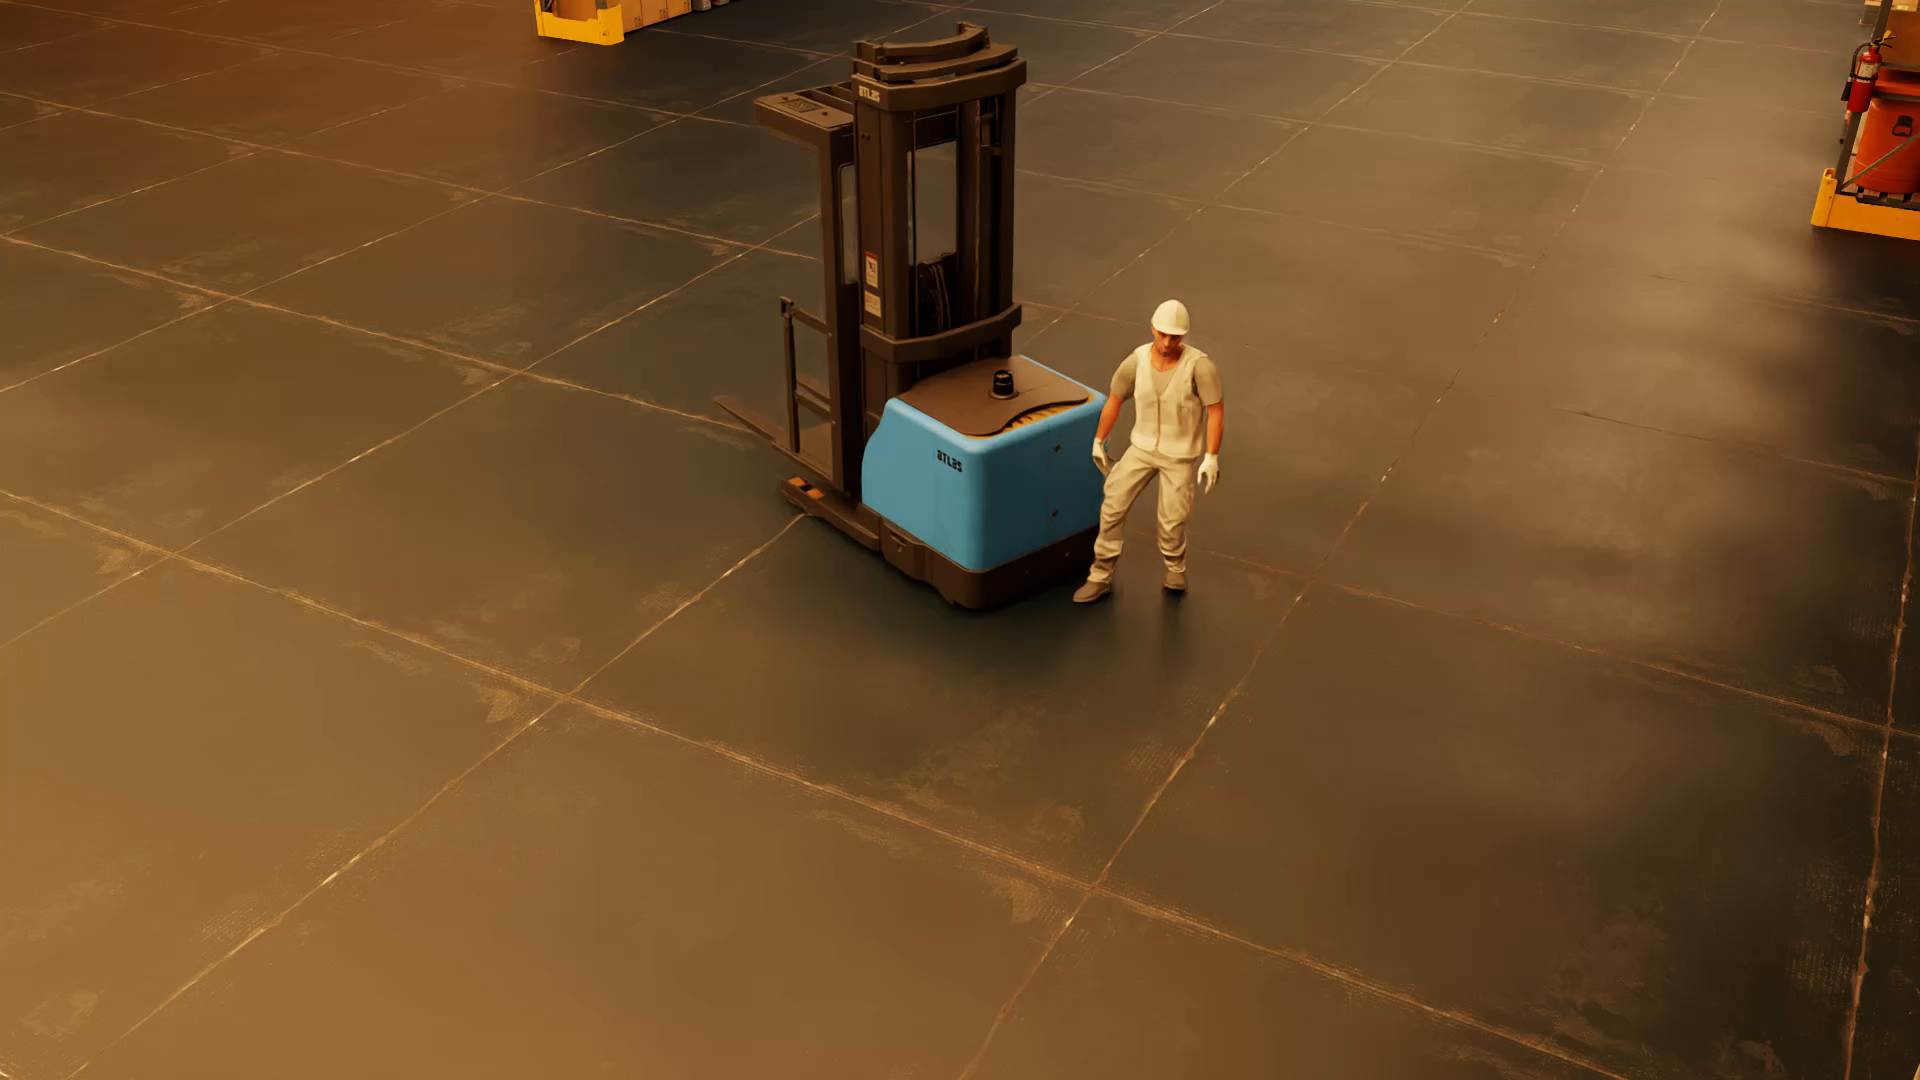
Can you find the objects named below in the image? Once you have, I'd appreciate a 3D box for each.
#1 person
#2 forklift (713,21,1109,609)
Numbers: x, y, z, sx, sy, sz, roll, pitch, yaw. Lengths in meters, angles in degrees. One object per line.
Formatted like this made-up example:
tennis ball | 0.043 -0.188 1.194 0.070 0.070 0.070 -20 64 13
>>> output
person | 1.049 -0.433 9.033 0.747 1.744 0.652 15 33 24
forklift | -0.461 -1.556 9.766 1.130 2.935 3.031 -22 37 -33
